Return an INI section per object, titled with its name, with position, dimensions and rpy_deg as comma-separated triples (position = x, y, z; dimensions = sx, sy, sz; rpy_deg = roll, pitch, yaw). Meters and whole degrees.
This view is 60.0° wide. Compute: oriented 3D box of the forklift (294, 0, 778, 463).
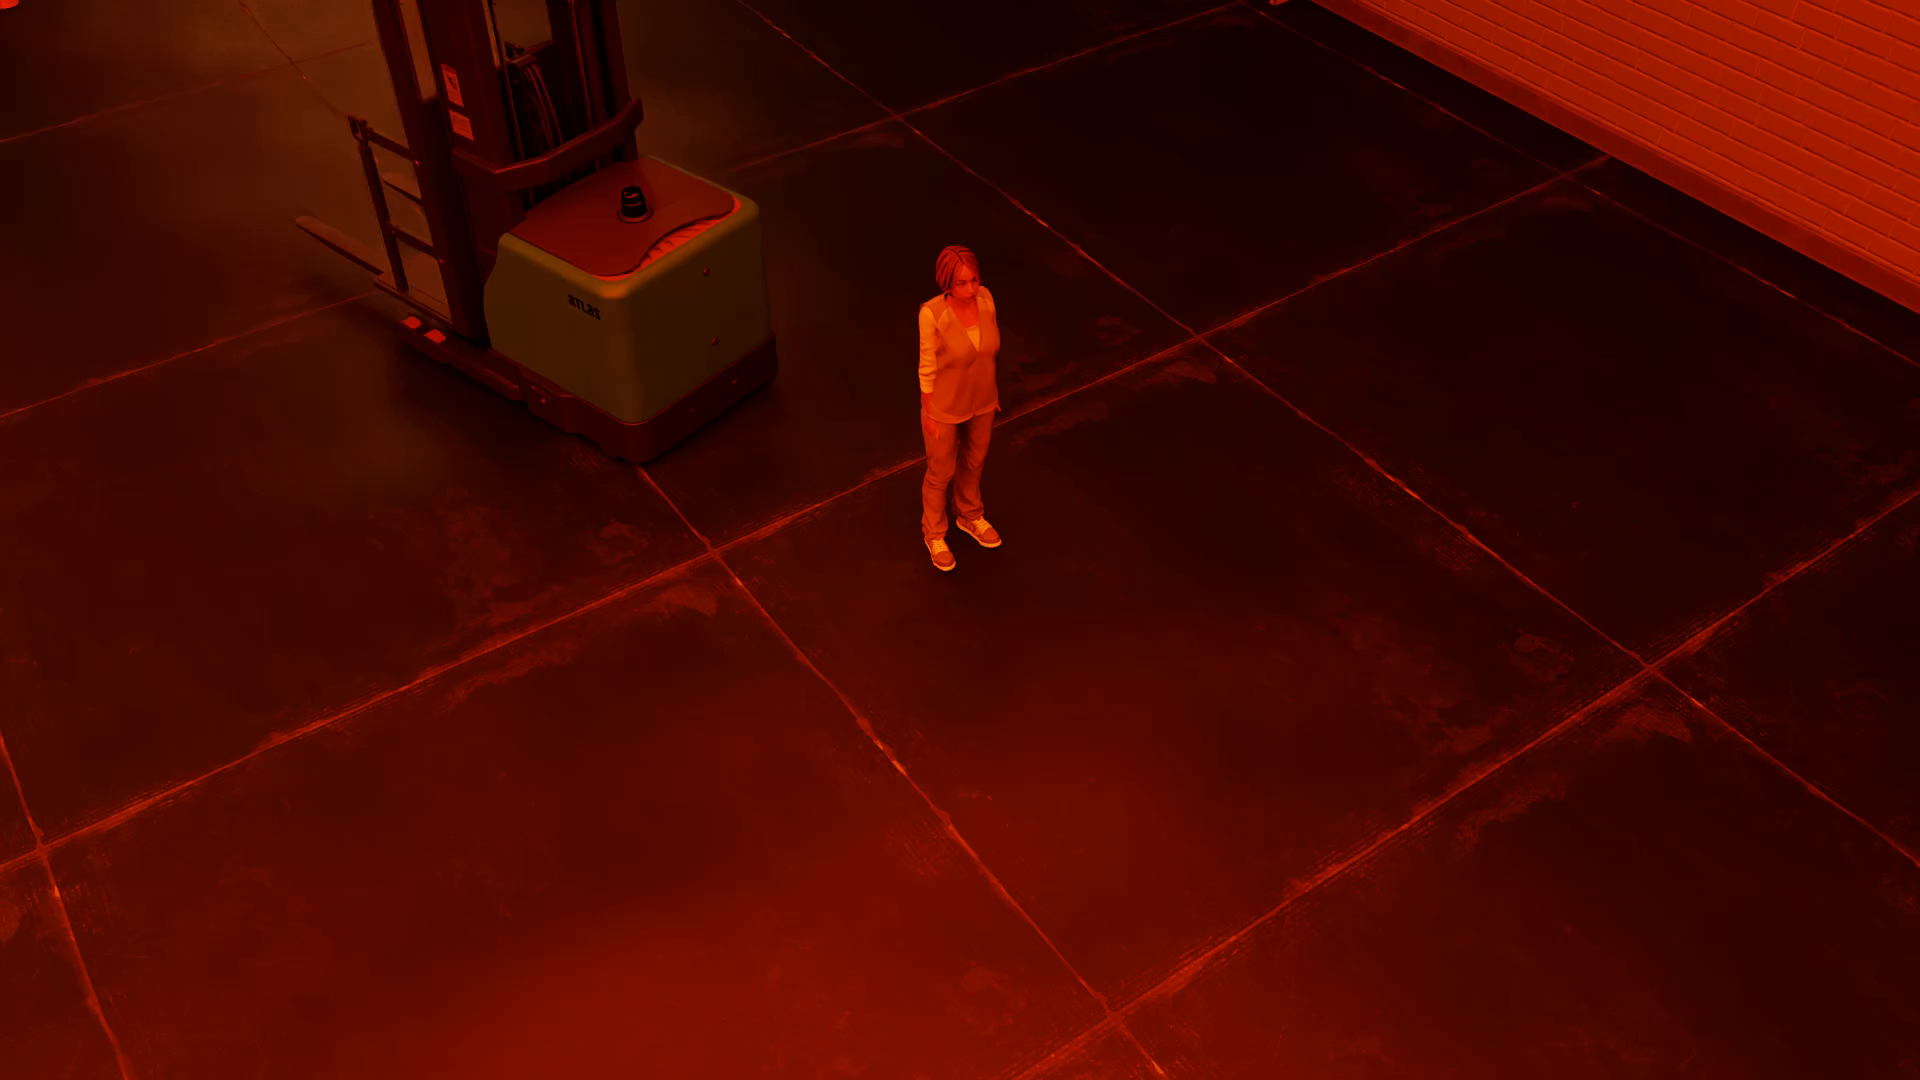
[forklift]
position = -2.427, -2.290, 8.201
dimensions = 3.031, 2.935, 1.130
rpy_deg = 28, 50, 27

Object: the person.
[person]
position = 0.003, -0.588, 7.338
dimensions = 0.409, 1.602, 0.327
rpy_deg = -25, 48, -25
